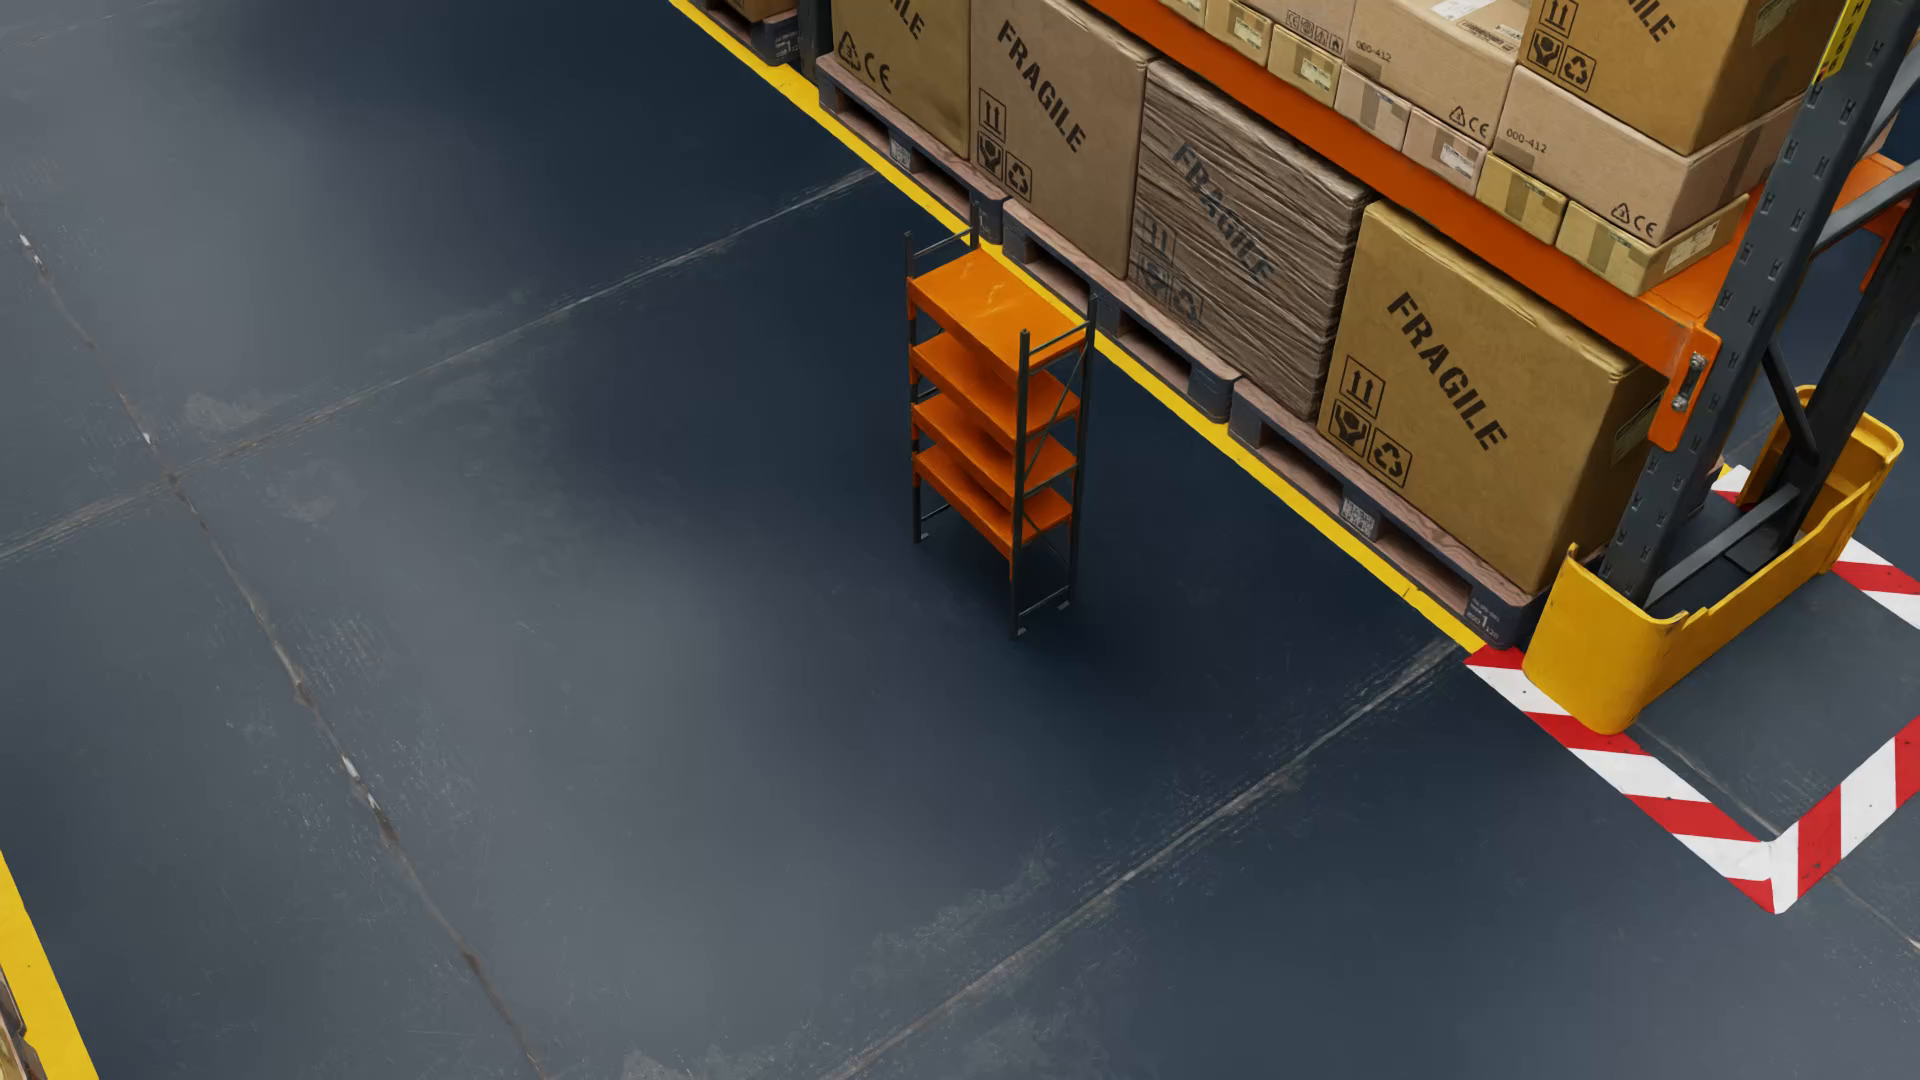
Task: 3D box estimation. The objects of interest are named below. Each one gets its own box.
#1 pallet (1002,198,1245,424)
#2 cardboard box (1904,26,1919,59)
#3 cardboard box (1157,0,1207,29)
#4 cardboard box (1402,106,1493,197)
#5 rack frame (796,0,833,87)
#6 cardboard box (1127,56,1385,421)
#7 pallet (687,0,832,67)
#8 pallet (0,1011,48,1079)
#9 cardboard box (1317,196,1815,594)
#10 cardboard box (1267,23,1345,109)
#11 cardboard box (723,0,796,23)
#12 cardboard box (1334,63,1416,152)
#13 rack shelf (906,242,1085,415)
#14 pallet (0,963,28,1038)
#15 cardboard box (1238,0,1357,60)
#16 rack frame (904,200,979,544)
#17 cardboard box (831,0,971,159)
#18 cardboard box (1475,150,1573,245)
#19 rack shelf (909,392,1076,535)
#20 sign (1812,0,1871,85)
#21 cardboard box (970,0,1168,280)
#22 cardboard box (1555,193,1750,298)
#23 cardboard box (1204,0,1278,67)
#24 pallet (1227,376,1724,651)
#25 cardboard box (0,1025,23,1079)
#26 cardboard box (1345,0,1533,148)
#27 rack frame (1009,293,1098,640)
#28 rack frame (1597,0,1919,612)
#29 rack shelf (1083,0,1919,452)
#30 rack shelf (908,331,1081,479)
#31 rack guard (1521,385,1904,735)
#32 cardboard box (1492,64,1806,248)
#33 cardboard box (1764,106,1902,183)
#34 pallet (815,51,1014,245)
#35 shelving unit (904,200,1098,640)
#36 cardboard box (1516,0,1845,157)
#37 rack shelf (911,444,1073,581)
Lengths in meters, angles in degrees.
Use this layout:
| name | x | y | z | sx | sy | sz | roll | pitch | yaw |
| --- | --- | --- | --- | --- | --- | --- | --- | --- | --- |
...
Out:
| name | x | y | z | sx | sy | sz | roll | pitch | yaw |
| --- | --- | --- | --- | --- | --- | --- | --- | --- | --- |
| pallet | 0.905 | -1.027 | 6.039 | 1.003 | 0.211 | 1.213 | -29 | 54 | -24 |
| cardboard box | 2.110 | -1.262 | 4.270 | 0.500 | 0.250 | 0.500 | -31 | 55 | -25 |
| cardboard box | 0.783 | -1.688 | 4.925 | 0.380 | 0.149 | 0.250 | -28 | 54 | -23 |
| cardboard box | 1.397 | -1.088 | 4.381 | 0.380 | 0.149 | 0.250 | -29 | 54 | -24 |
| rack frame | -0.236 | -3.167 | 6.096 | 1.000 | 3.000 | 0.127 | -29 | 54 | -24 |
| cardboard box | 1.183 | -1.114 | 5.386 | 0.875 | 0.875 | 0.875 | -29 | 54 | -24 |
| pallet | -0.763 | -2.652 | 7.511 | 1.003 | 0.211 | 1.213 | -29 | 54 | -24 |
| pallet | -2.333 | 1.754 | 3.518 | 1.003 | 0.211 | 1.213 | -29 | 54 | -24 |
| cardboard box | 1.734 | -0.577 | 4.899 | 0.875 | 0.875 | 0.875 | -29 | 54 | -24 |
| cardboard box | 1.088 | -1.388 | 4.653 | 0.380 | 0.149 | 0.250 | -31 | 55 | -25 |
| cardboard box | -0.640 | -2.963 | 7.062 | 1.225 | 0.875 | 0.875 | -29 | 54 | -24 |
| cardboard box | 1.247 | -1.236 | 4.515 | 0.380 | 0.149 | 0.250 | -29 | 54 | -23 |
| rack shelf | 0.100 | -0.569 | 4.426 | 0.258 | 0.148 | 0.480 | -29 | 54 | -24 |
| pallet | -3.067 | 1.035 | 4.169 | 1.003 | 0.211 | 1.213 | -29 | 54 | -24 |
| cardboard box | 1.066 | -1.624 | 4.598 | 0.500 | 0.250 | 0.500 | -31 | 55 | -25 |
| rack frame | -0.048 | -0.449 | 4.847 | 0.240 | 1.200 | 0.015 | -29 | 54 | -24 |
| cardboard box | 0.100 | -2.169 | 6.343 | 0.875 | 0.875 | 0.875 | -29 | 54 | -24 |
| cardboard box | 1.549 | -0.939 | 4.246 | 0.380 | 0.149 | 0.250 | -29 | 54 | -24 |
| rack shelf | 0.100 | -0.260 | 4.767 | 0.258 | 0.148 | 0.480 | -29 | 54 | -24 |
| sign | 1.745 | -1.042 | 3.228 | 0.100 | 0.325 | 0.005 | -29 | 54 | -24 |
| cardboard box | 0.645 | -1.639 | 5.862 | 0.875 | 0.875 | 0.875 | -29 | 54 | -24 |
| cardboard box | 1.708 | -0.786 | 4.108 | 0.380 | 0.149 | 0.250 | -28 | 54 | -23 |
| cardboard box | 0.931 | -1.541 | 4.792 | 0.380 | 0.149 | 0.250 | -29 | 54 | -24 |
| pallet | 1.639 | -0.308 | 5.387 | 1.003 | 0.211 | 1.213 | -29 | 54 | -24 |
| cardboard box | -2.333 | 1.260 | 3.724 | 0.380 | 0.149 | 0.250 | -29 | 54 | -24 |
| cardboard box | 1.374 | -1.324 | 4.326 | 0.500 | 0.250 | 0.500 | -30 | 55 | -25 |
| rack frame | 0.248 | -0.162 | 4.587 | 0.240 | 1.200 | 0.015 | -29 | 54 | -24 |
| rack frame | 2.186 | -0.808 | 3.958 | 1.000 | 3.000 | 0.127 | -29 | 54 | -24 |
| rack shelf | 0.975 | -1.746 | 5.294 | 1.077 | 0.370 | 4.000 | -29 | 54 | -24 |
| rack shelf | 0.100 | -0.410 | 4.601 | 0.258 | 0.148 | 0.480 | -29 | 54 | -24 |
| rack guard | 2.200 | 0.045 | 4.872 | 1.175 | 0.500 | 0.348 | -29 | 54 | -24 |
| cardboard box | 1.681 | -1.025 | 4.055 | 0.500 | 0.250 | 0.500 | -30 | 55 | -25 |
| cardboard box | 2.233 | -1.081 | 4.375 | 0.380 | 0.149 | 0.250 | -29 | 54 | -24 |
| pallet | 0.162 | -1.747 | 6.691 | 1.003 | 0.211 | 1.213 | -29 | 54 | -24 |
| shelving unit | 0.100 | -0.305 | 4.717 | 0.258 | 1.200 | 0.503 | -29 | 54 | -24 |
| cardboard box | 1.681 | -1.279 | 3.779 | 0.500 | 0.500 | 0.500 | -29 | 54 | -24 |
| rack shelf | 0.100 | -0.127 | 4.914 | 0.258 | 0.148 | 0.480 | -29 | 54 | -24 |
